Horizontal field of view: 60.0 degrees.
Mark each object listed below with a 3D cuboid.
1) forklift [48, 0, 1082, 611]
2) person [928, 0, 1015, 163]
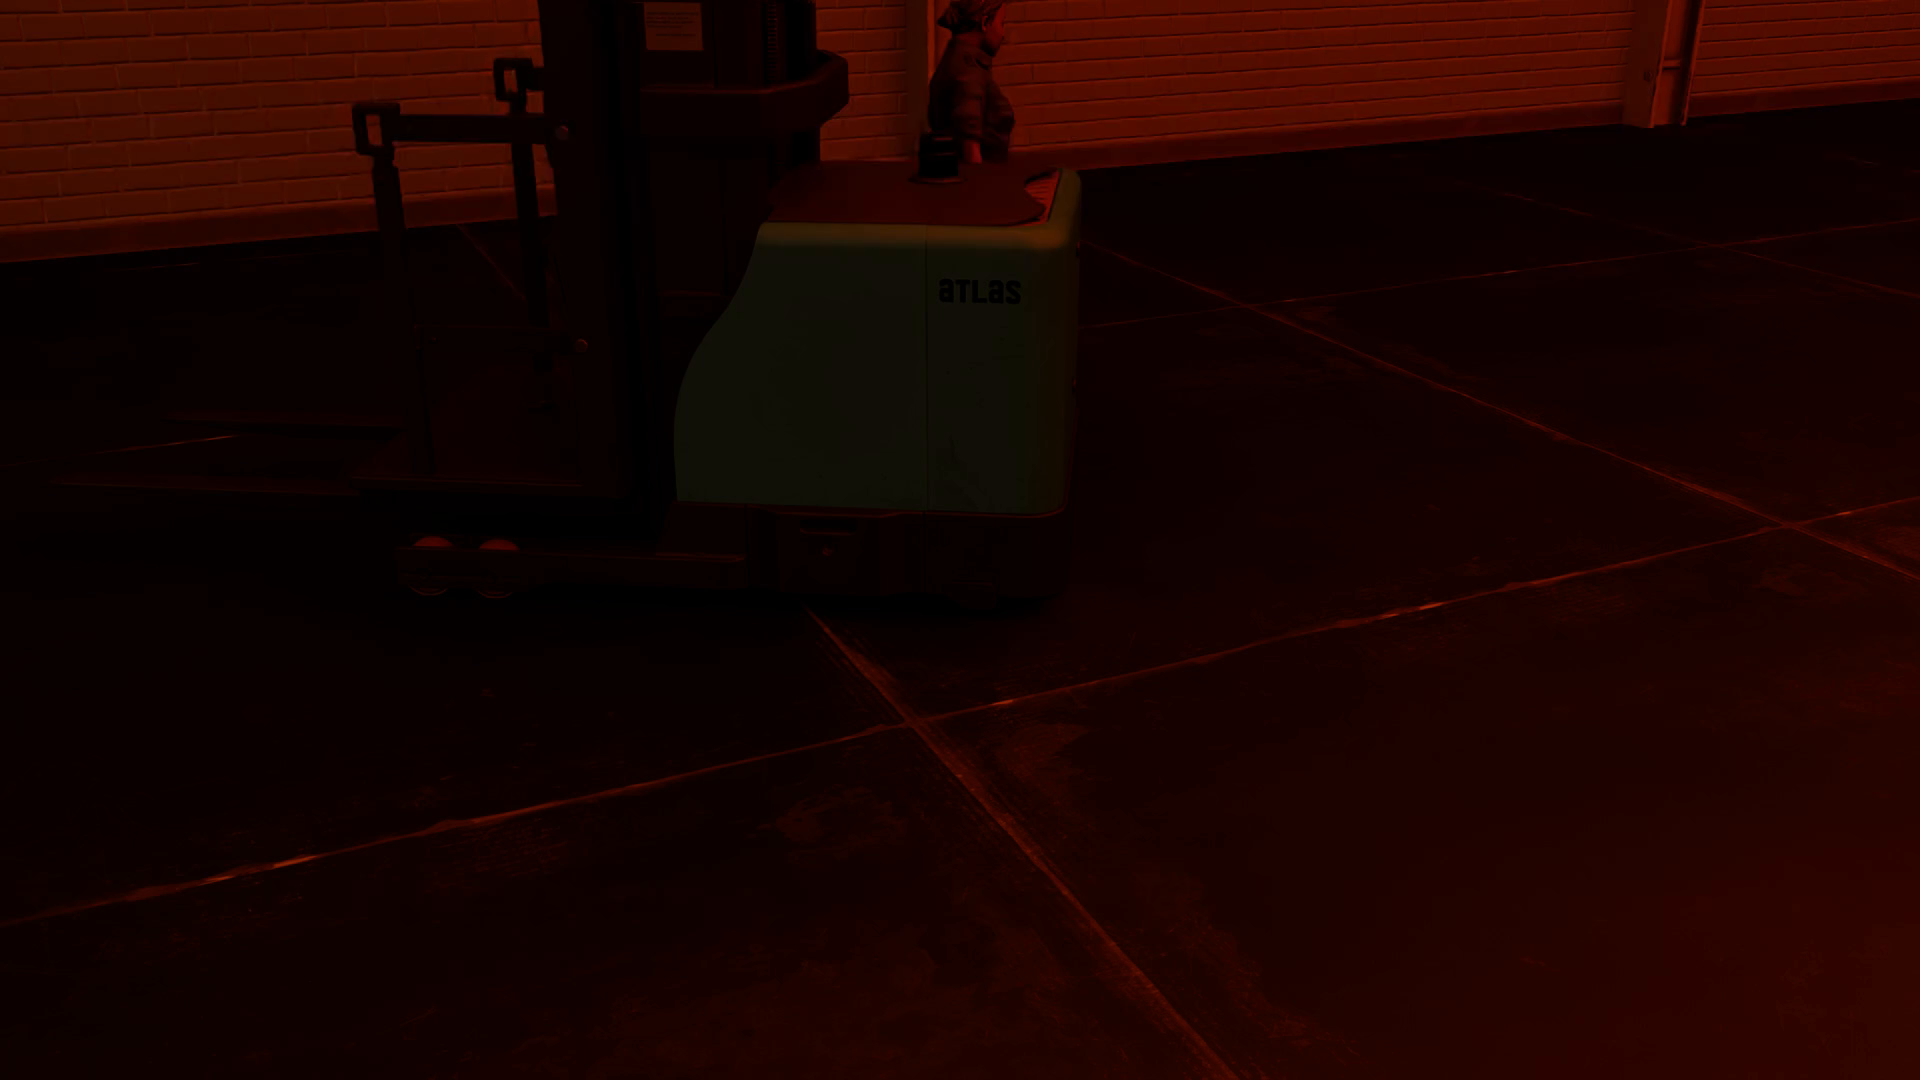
[{"bbox_3d":[-1.171,-1.385,4.620,3.031,2.935,1.130,2,23,6],"label":"forklift"},{"bbox_3d":[0.074,-1.114,5.777,0.470,1.575,0.823,-3,23,-7],"label":"person"}]
